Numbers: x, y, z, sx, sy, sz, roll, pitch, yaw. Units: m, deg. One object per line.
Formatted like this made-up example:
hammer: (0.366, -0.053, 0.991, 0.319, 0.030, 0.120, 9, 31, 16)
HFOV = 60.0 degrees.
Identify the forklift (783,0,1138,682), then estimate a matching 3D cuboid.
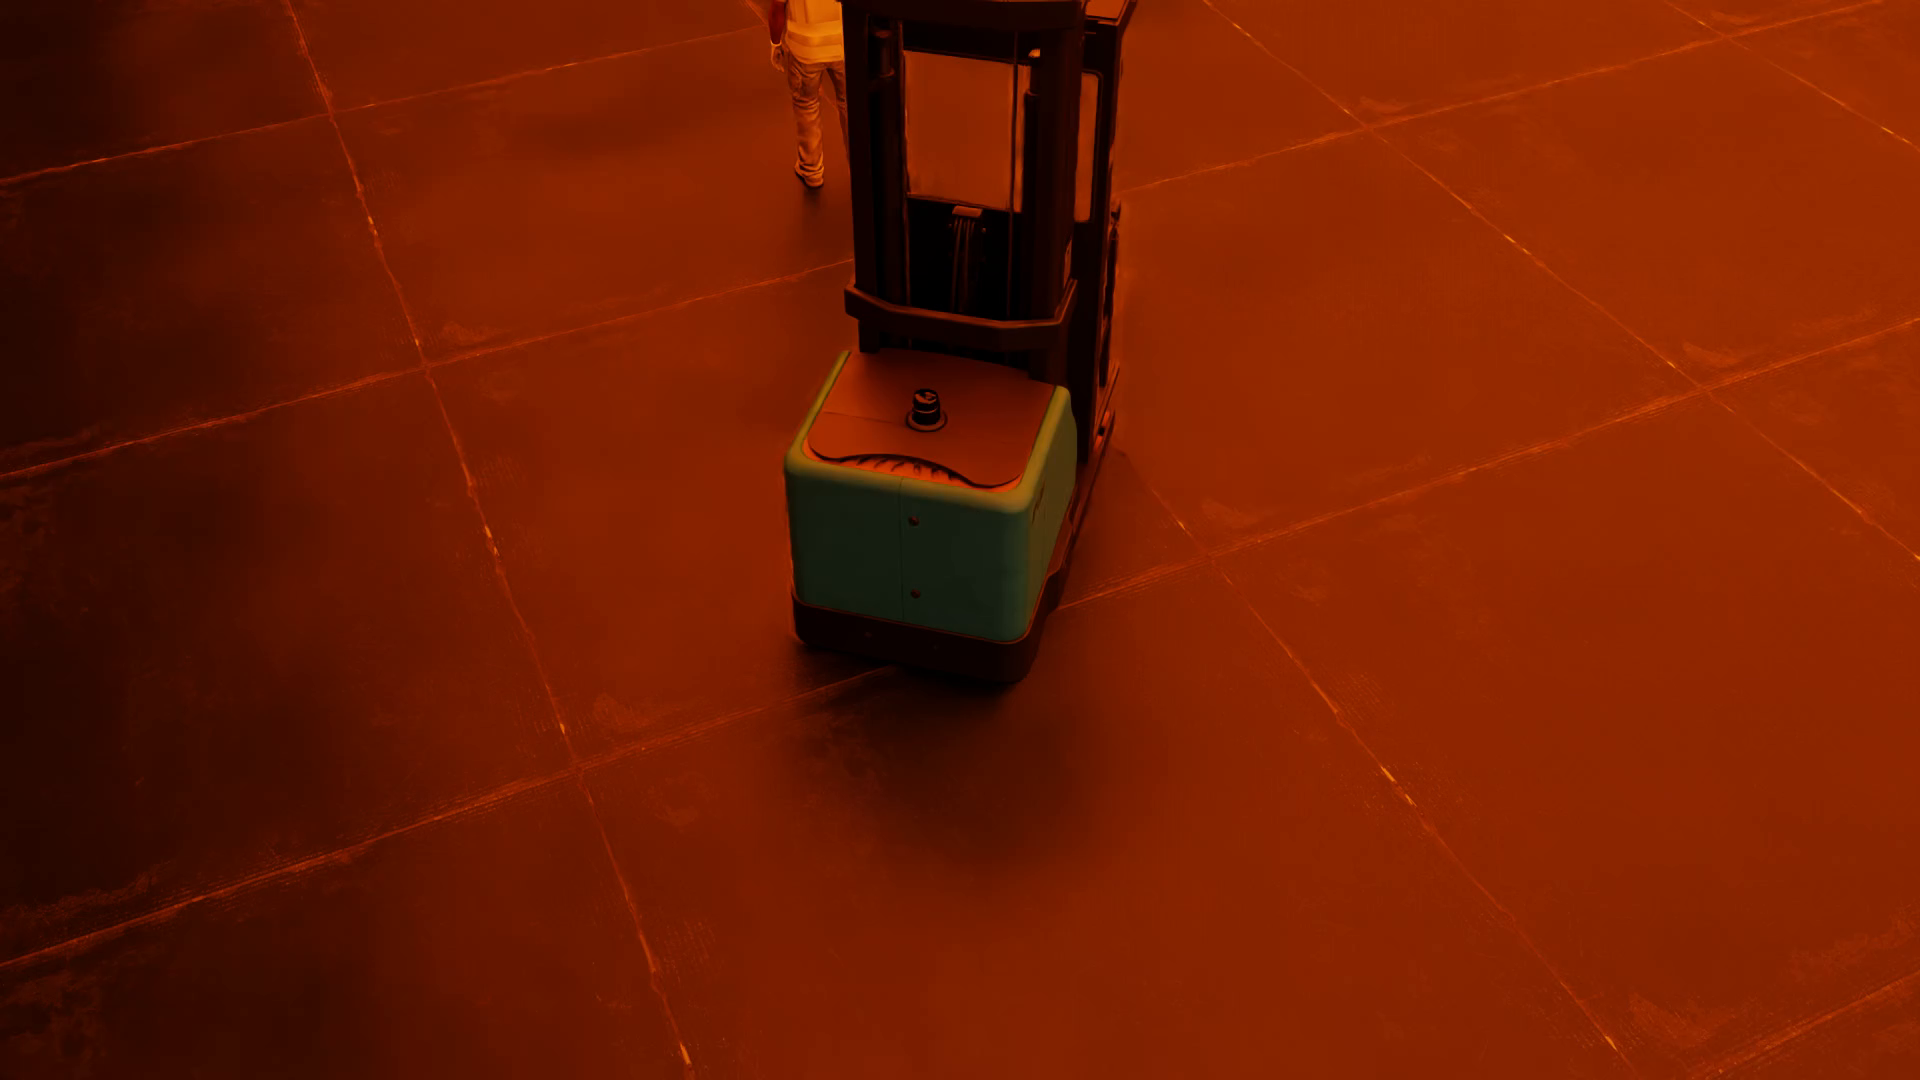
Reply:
forklift: (0.152, -1.487, 7.273, 1.130, 2.935, 3.031, 10, 44, 11)

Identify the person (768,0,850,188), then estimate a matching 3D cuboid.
person: (-0.799, -2.888, 9.627, 0.616, 1.772, 0.453, -10, 44, -10)
